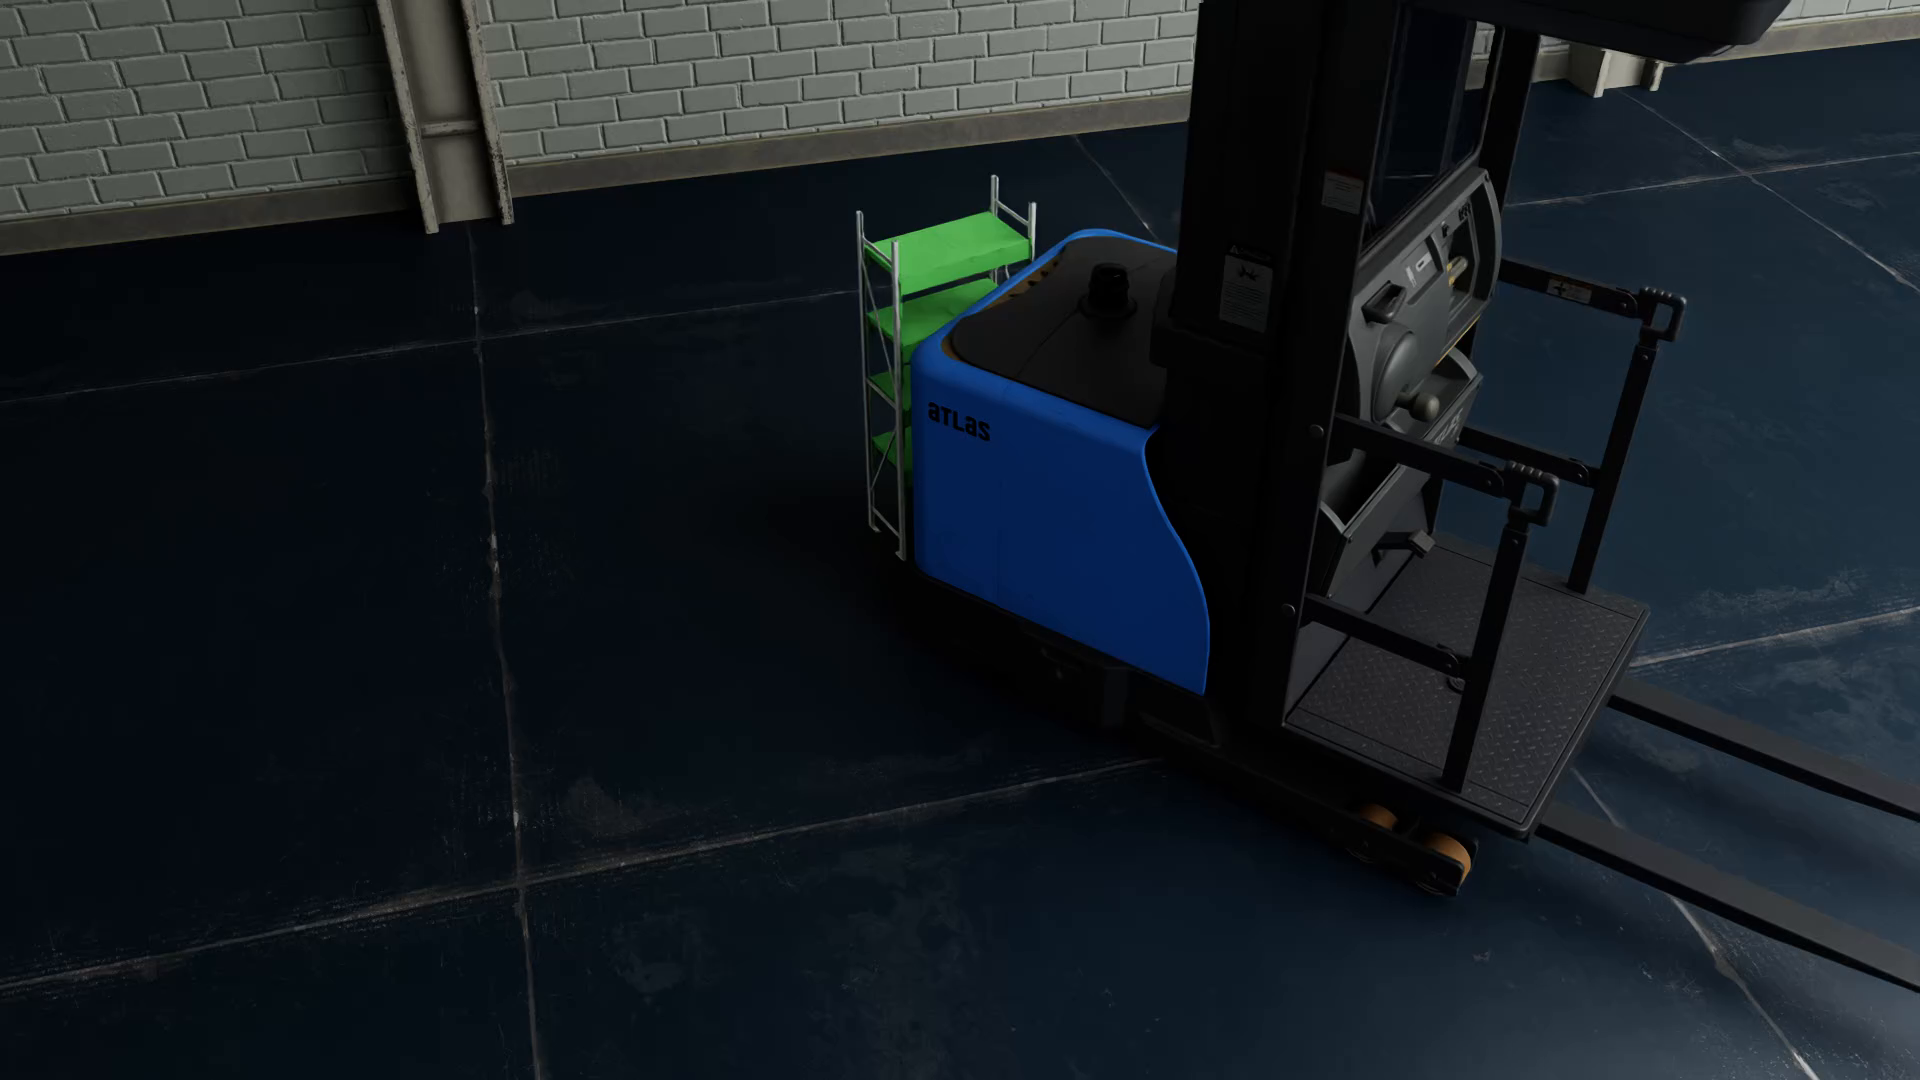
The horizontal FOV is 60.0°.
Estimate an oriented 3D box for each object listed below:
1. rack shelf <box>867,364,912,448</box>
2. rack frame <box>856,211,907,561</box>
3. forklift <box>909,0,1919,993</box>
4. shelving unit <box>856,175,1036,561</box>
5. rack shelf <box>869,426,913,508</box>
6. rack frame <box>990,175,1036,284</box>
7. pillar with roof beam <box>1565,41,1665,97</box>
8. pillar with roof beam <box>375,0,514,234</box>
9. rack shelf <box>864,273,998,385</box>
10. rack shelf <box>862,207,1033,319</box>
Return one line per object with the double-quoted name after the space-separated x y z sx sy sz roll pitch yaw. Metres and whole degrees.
-0.042 -0.494 5.513 0.480 0.148 0.258 -20 42 -24 "rack shelf"
-0.251 -0.468 5.374 0.015 1.200 0.240 -20 42 -24 "rack frame"
1.344 -0.577 4.091 3.031 2.935 1.130 23 43 27 "forklift"
-0.042 -0.545 5.474 0.503 1.200 0.258 -20 42 -24 "shelving unit"
-0.042 -0.303 5.659 0.480 0.148 0.258 -20 42 -24 "rack shelf"
0.166 -0.622 5.575 0.015 1.200 0.240 -20 42 -24 "rack frame"
4.631 -3.517 2.941 0.400 9.000 9.100 -9 38 -12 "pillar with roof beam"
-1.161 -2.566 1.698 0.400 9.000 9.100 -9 38 -12 "pillar with roof beam"
-0.042 -0.685 5.367 0.480 0.148 0.258 -20 42 -24 "rack shelf"
-0.042 -0.875 5.222 0.480 0.148 0.258 -20 42 -24 "rack shelf"
